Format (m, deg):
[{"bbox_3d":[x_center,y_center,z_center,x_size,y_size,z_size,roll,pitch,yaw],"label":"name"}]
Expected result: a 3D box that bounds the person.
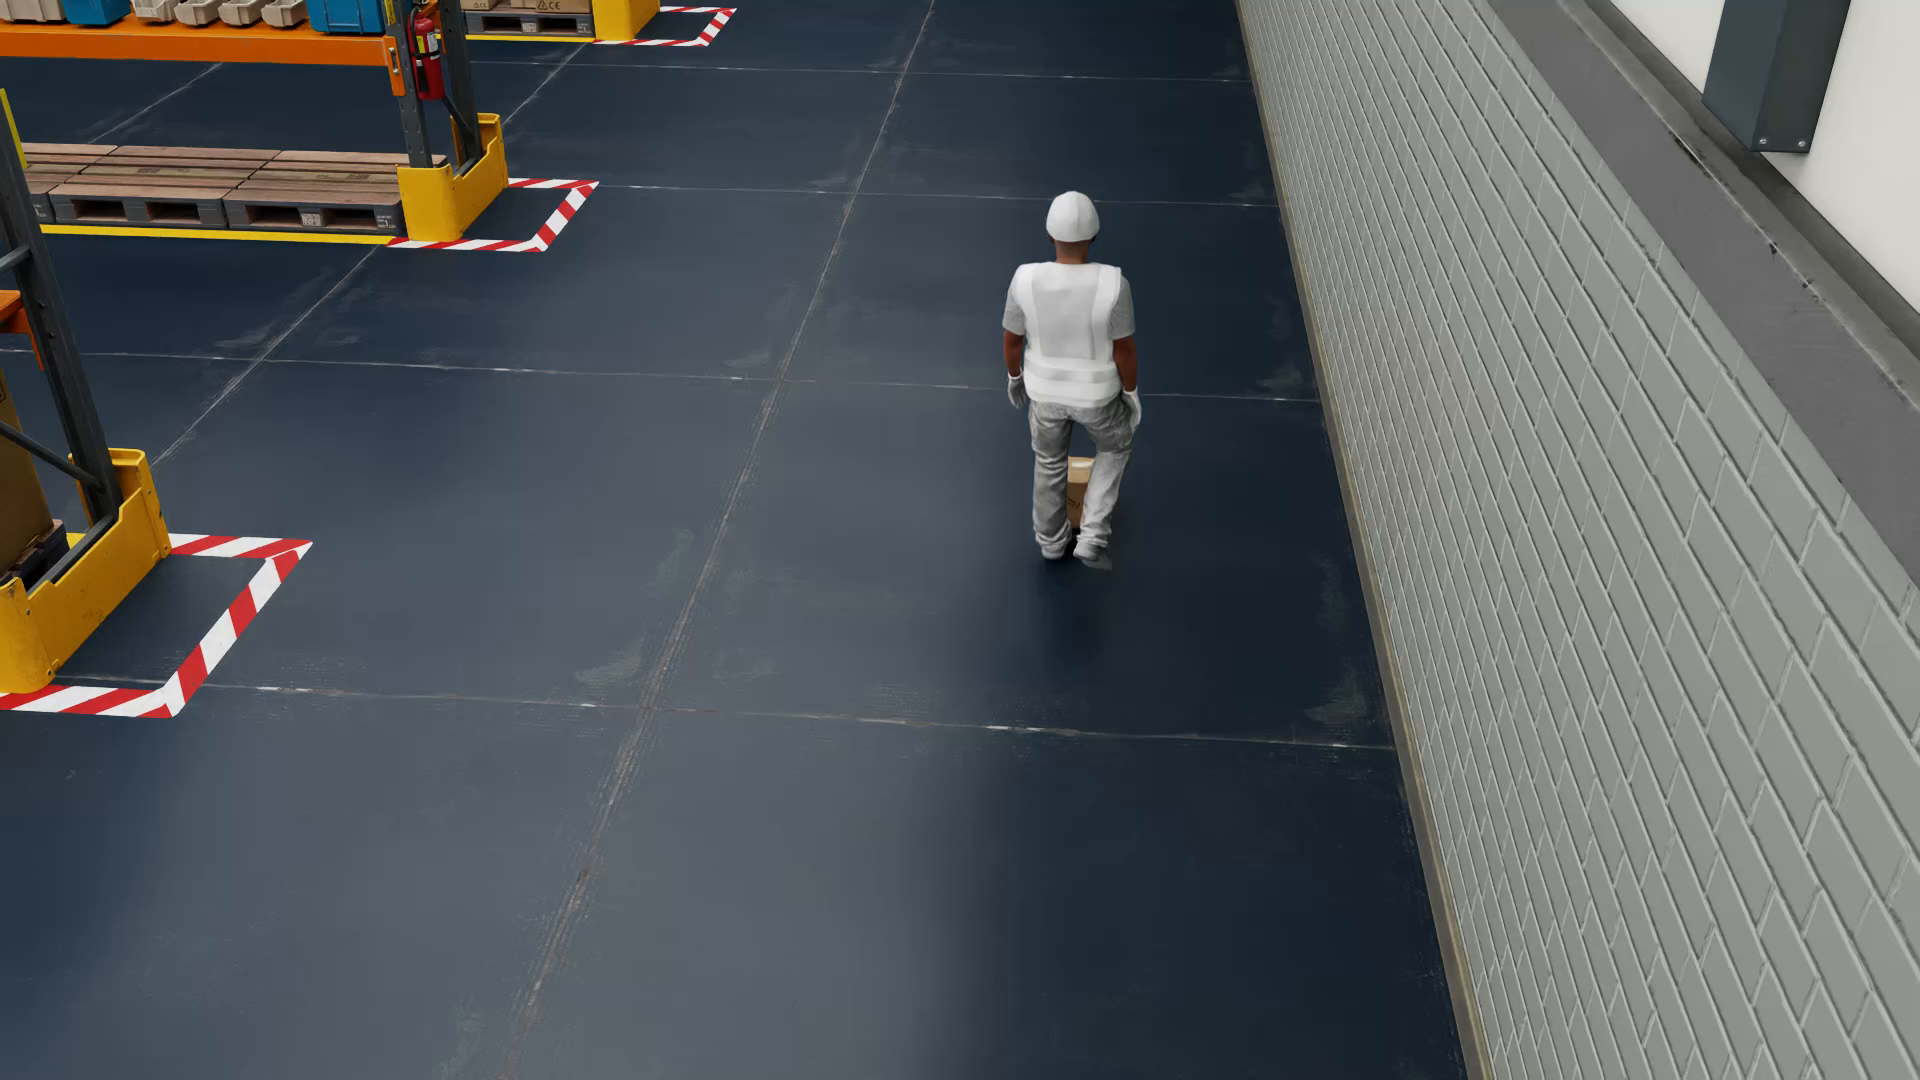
[{"bbox_3d":[0.496,-0.674,7.157,0.608,1.791,0.511,7,32,11],"label":"person"}]
